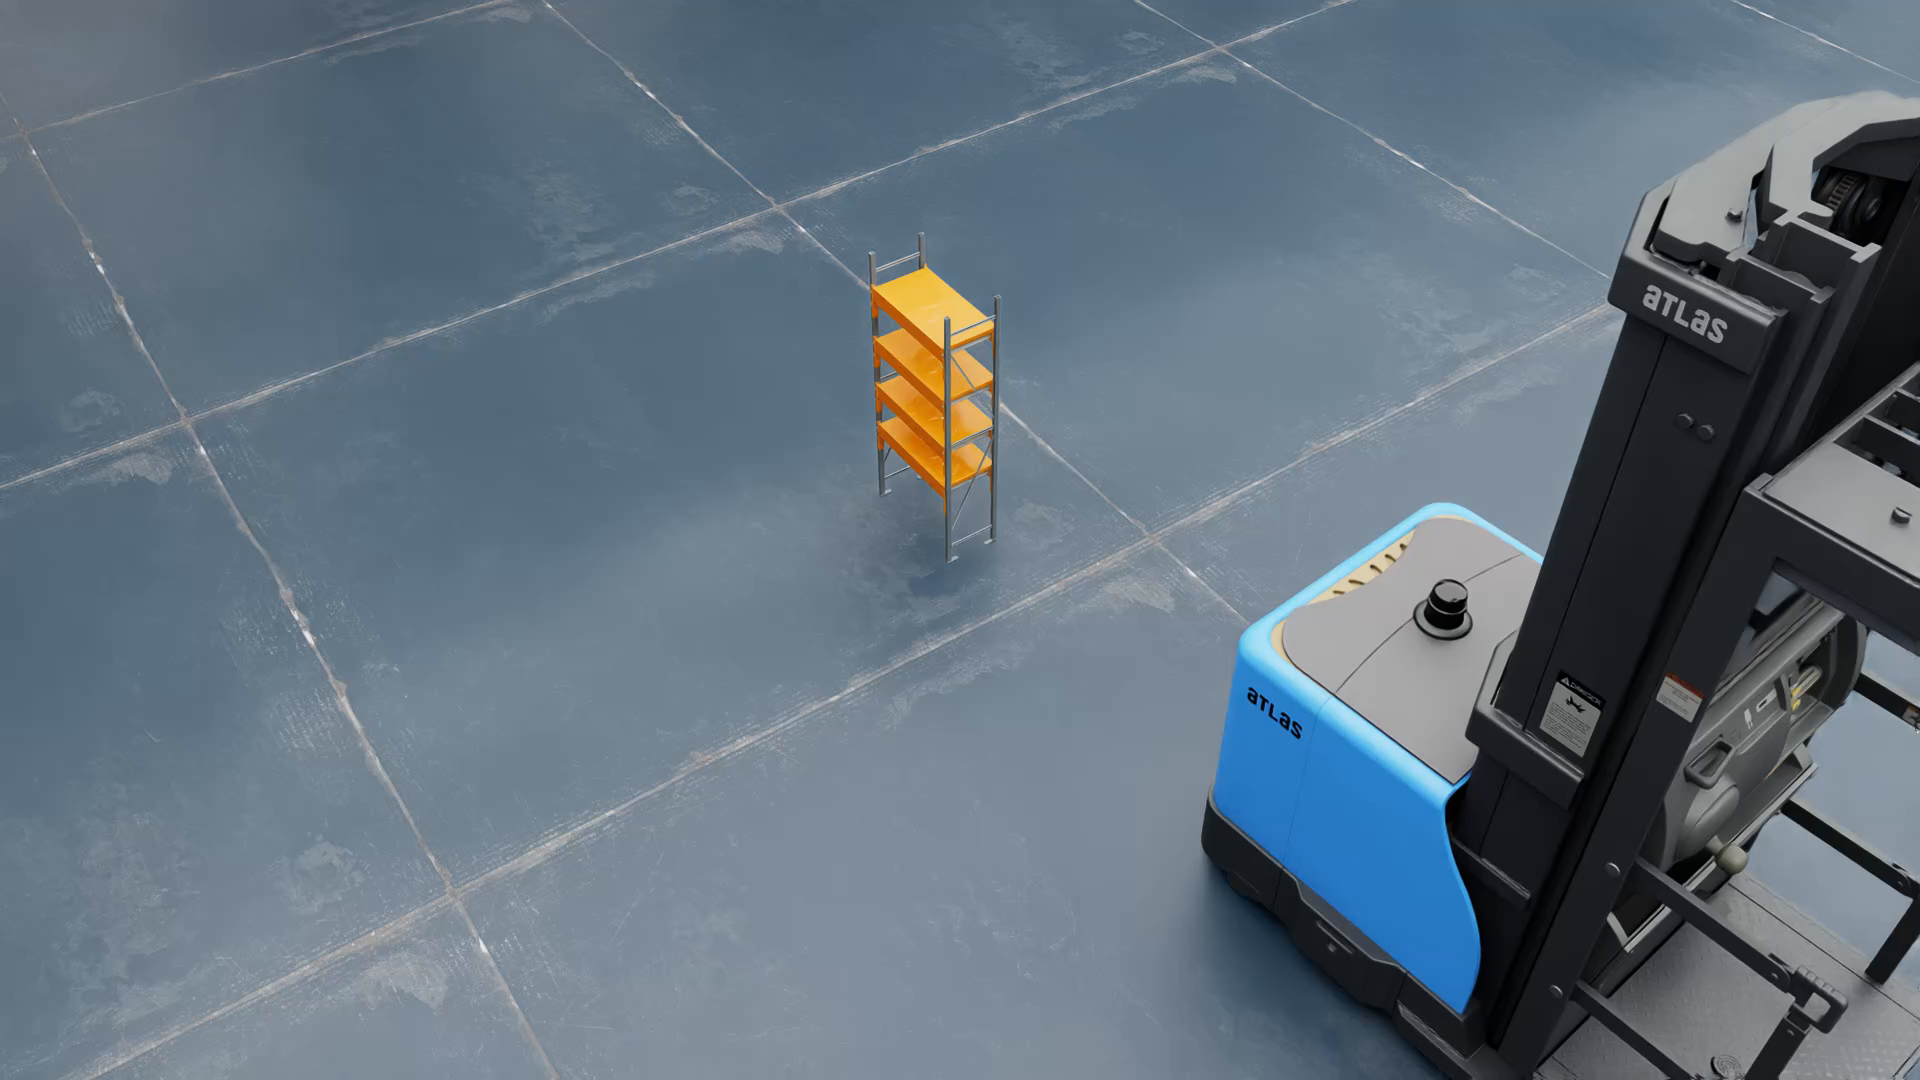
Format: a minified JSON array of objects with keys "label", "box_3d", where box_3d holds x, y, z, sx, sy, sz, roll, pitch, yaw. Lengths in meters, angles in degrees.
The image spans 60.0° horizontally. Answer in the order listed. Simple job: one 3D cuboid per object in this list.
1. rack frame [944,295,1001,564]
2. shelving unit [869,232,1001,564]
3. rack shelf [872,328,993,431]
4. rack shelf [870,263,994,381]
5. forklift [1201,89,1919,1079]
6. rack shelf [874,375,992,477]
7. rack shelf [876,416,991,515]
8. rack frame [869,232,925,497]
[{"label":"rack frame","box_3d":[0.045,-0.390,6.289,0.240,1.200,0.015,-26,49,-24]},{"label":"shelving unit","box_3d":[-0.095,-0.528,6.434,0.258,1.200,0.503,-26,49,-24]},{"label":"rack shelf","box_3d":[-0.095,-0.641,6.326,0.258,0.148,0.480,-26,49,-24]},{"label":"rack shelf","box_3d":[-0.095,-0.812,6.163,0.258,0.148,0.480,-26,49,-24]},{"label":"forklift","box_3d":[2.144,0.562,4.039,1.130,2.935,3.031,-30,51,-28]},{"label":"rack shelf","box_3d":[-0.095,-0.479,6.480,0.258,0.148,0.480,-26,49,-24]},{"label":"rack shelf","box_3d":[-0.095,-0.335,6.617,0.258,0.148,0.480,-26,49,-24]},{"label":"rack frame","box_3d":[-0.234,-0.666,6.579,0.240,1.200,0.015,-26,49,-24]}]
